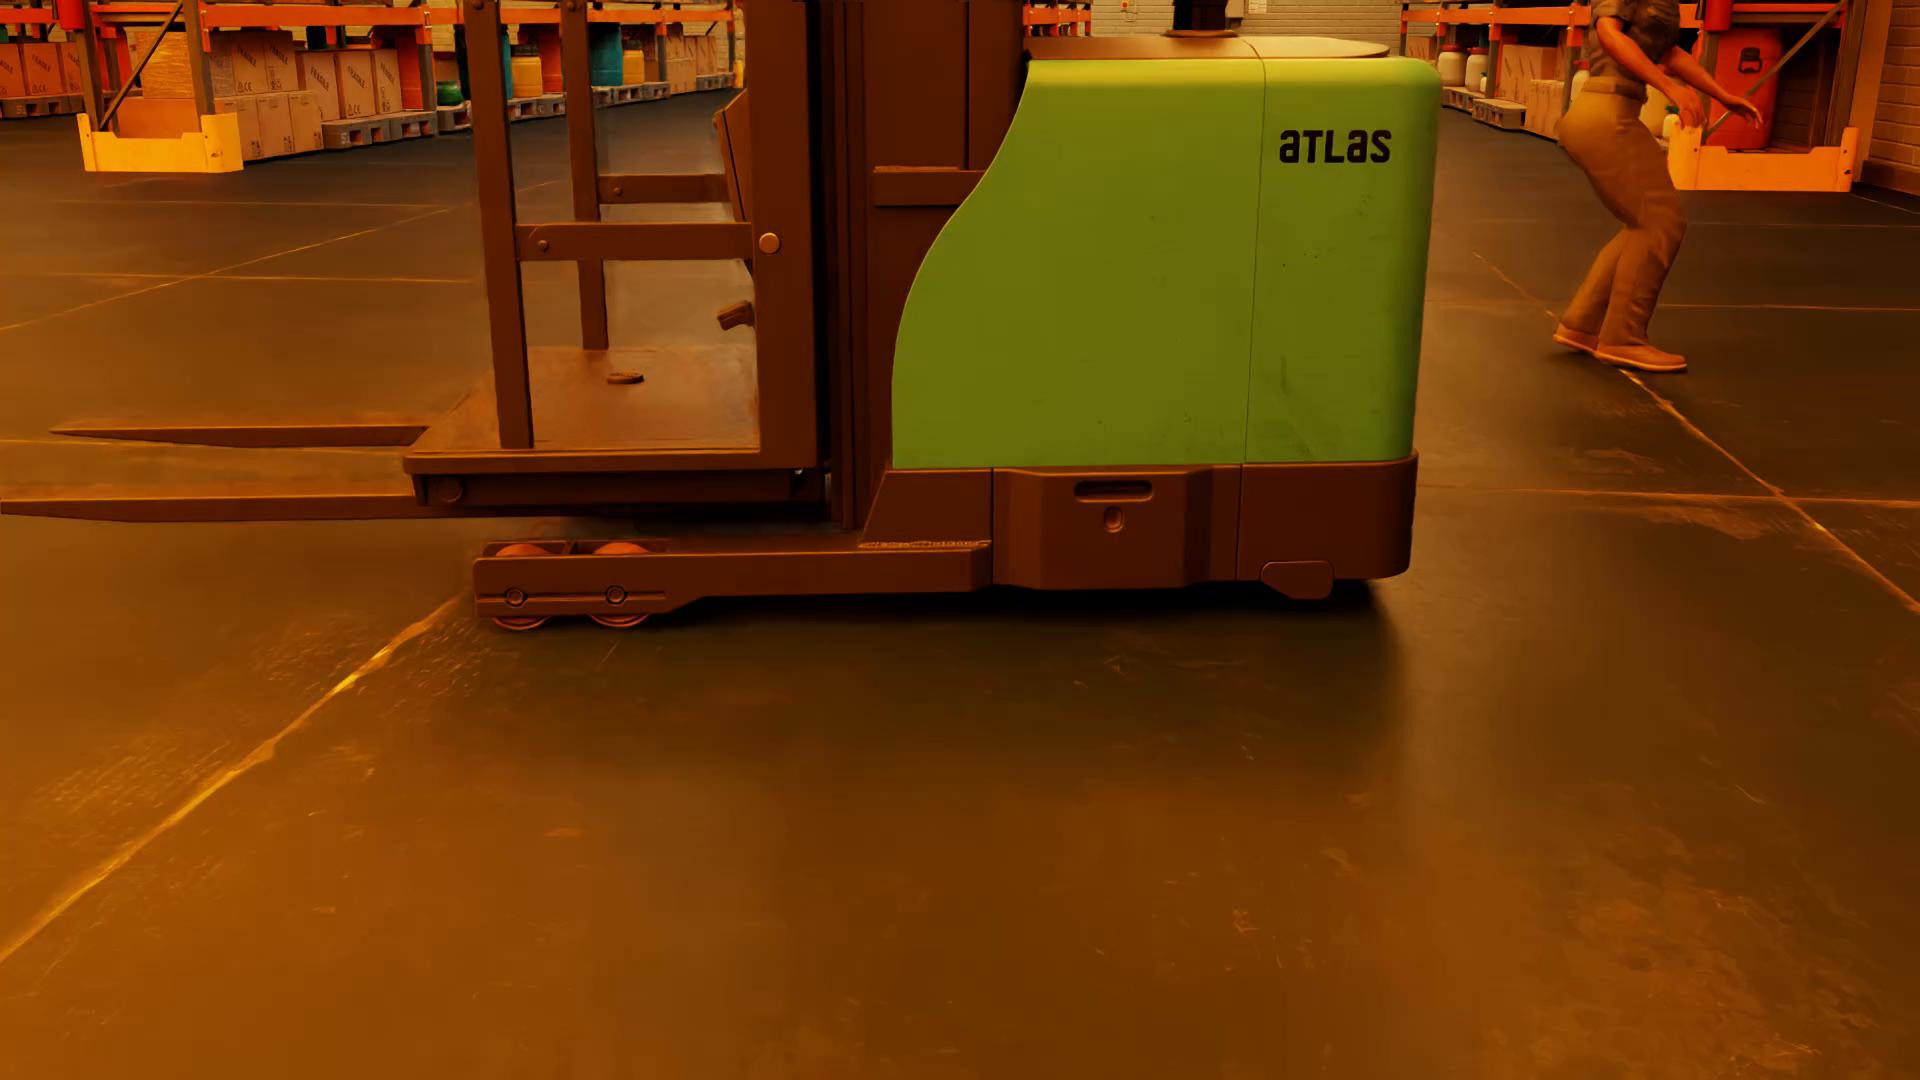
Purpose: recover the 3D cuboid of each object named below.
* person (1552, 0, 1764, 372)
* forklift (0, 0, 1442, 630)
[{"bbox_3d":[2.329,-1.349,5.535,0.618,1.607,0.695,8,19,24],"label":"person"},{"bbox_3d":[-0.612,-1.384,3.343,3.031,2.935,1.130,-1,18,-3],"label":"forklift"}]
